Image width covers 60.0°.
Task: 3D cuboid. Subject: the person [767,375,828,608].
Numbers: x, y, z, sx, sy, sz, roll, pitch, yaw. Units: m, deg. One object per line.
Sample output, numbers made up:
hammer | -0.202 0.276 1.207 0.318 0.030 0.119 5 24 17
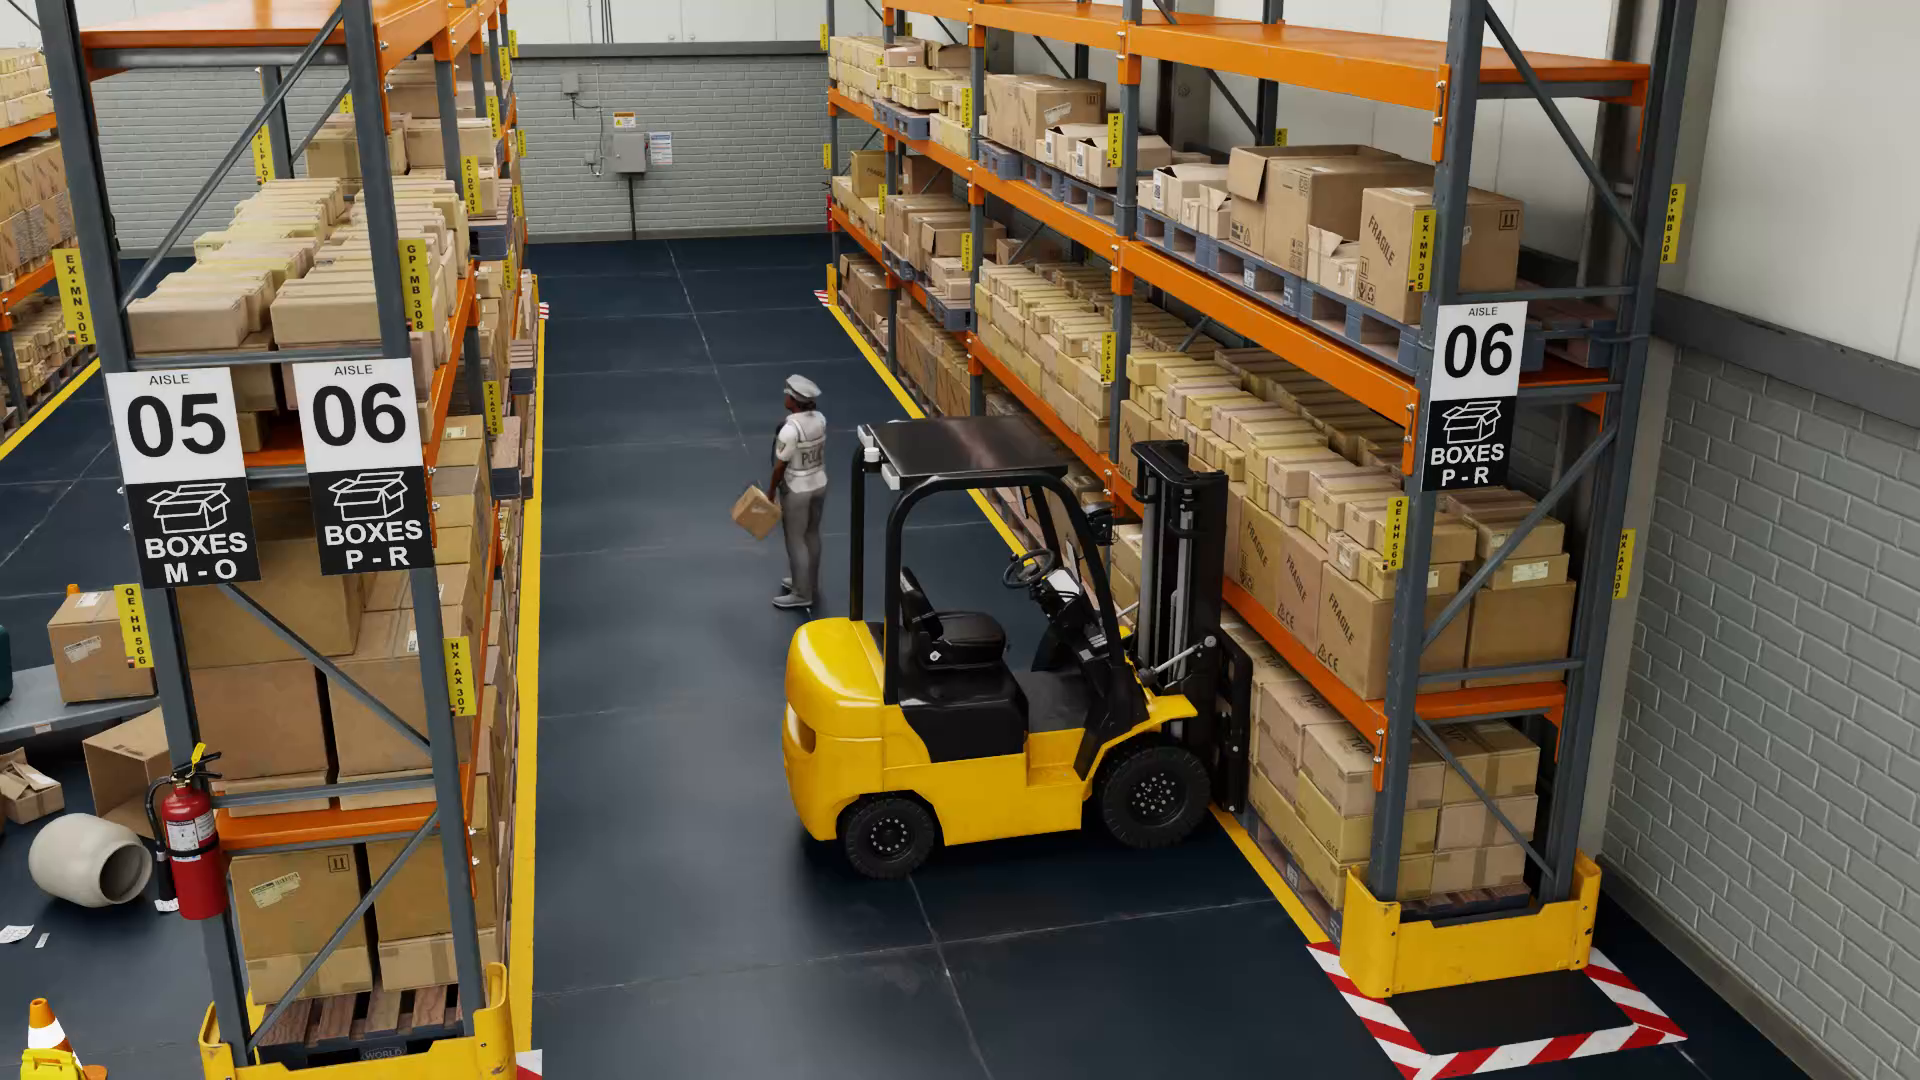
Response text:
person | -1.205 -0.368 12.000 0.486 1.703 0.477 13 23 32
